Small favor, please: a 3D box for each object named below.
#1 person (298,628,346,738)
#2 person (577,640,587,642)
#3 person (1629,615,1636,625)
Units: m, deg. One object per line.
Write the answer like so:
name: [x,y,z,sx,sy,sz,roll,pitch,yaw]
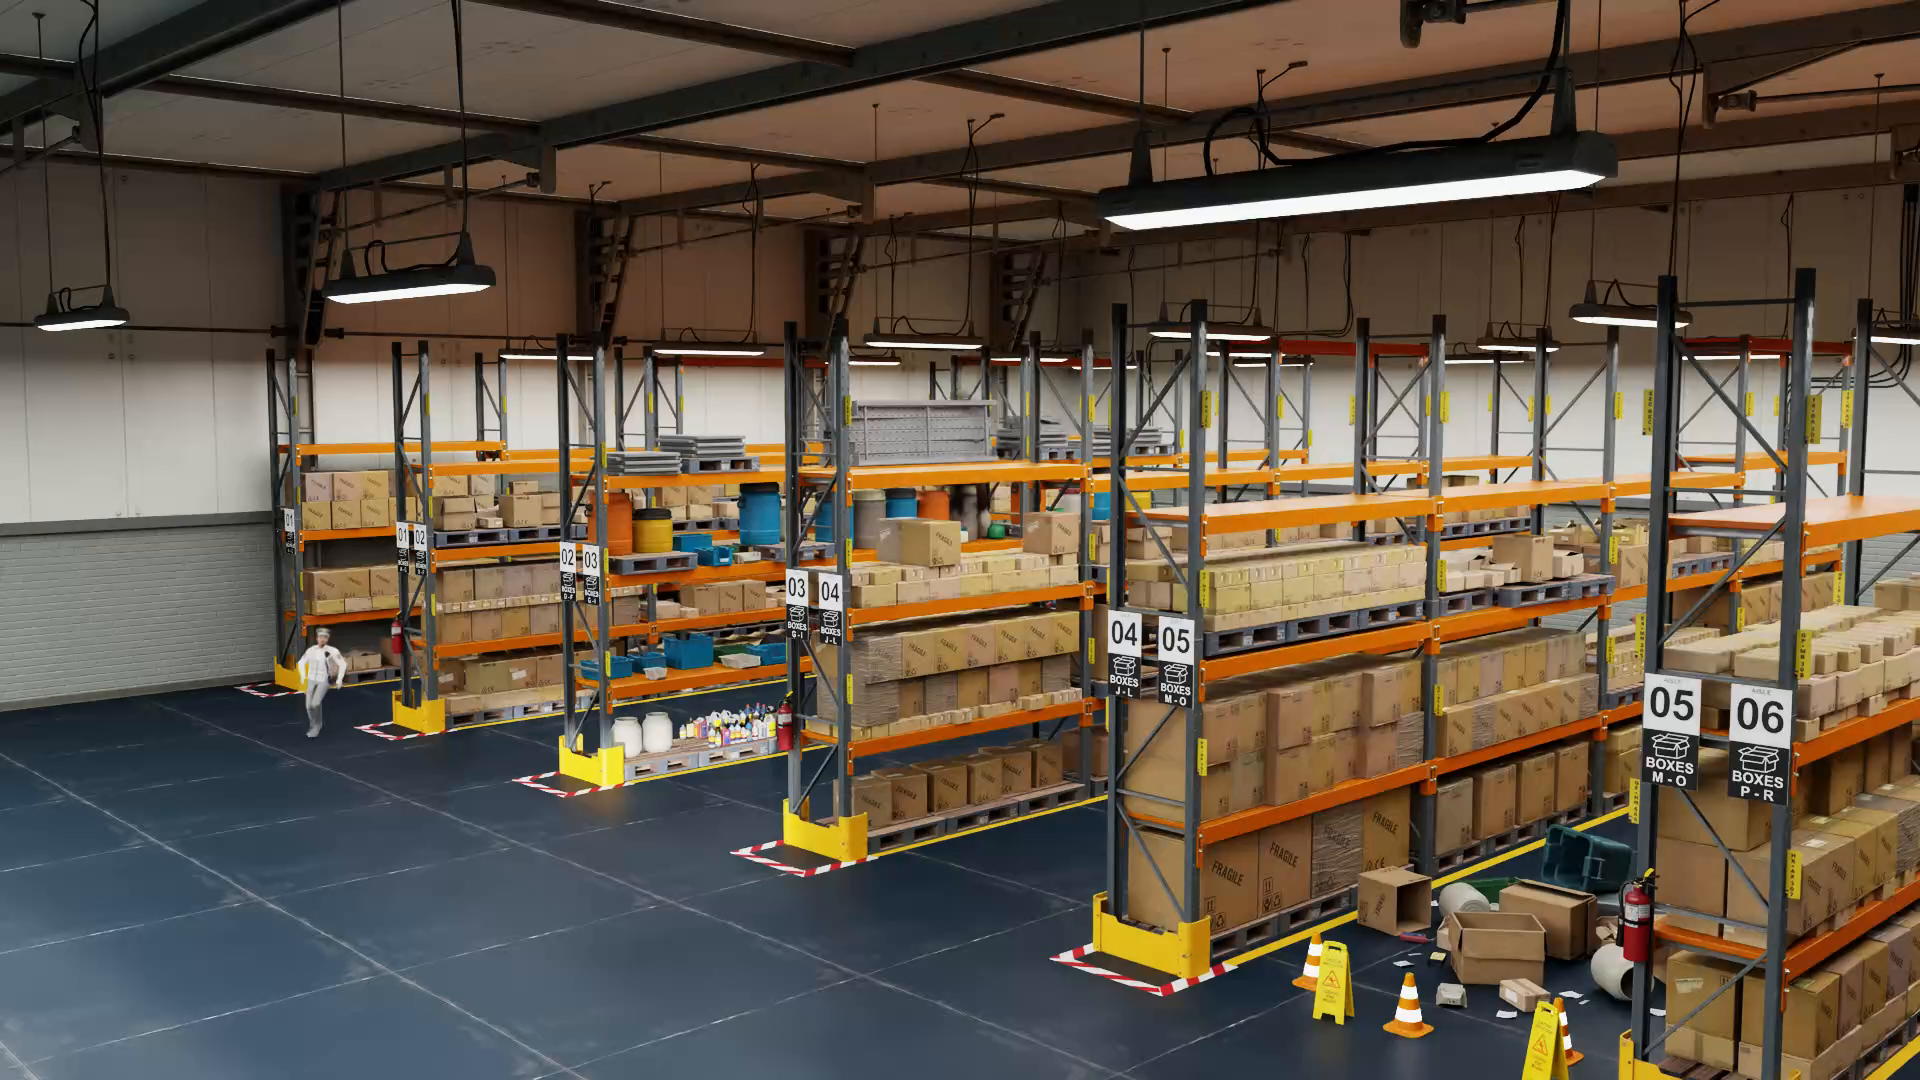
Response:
person: [-9.717,2.167,25.193,0.666,1.668,0.541,0,5,4]
person: [-6.847,1.754,29.868,0.718,1.750,0.584,-4,7,-41]
person: [10.623,2.039,26.049,0.696,1.737,0.693,-3,6,-33]
